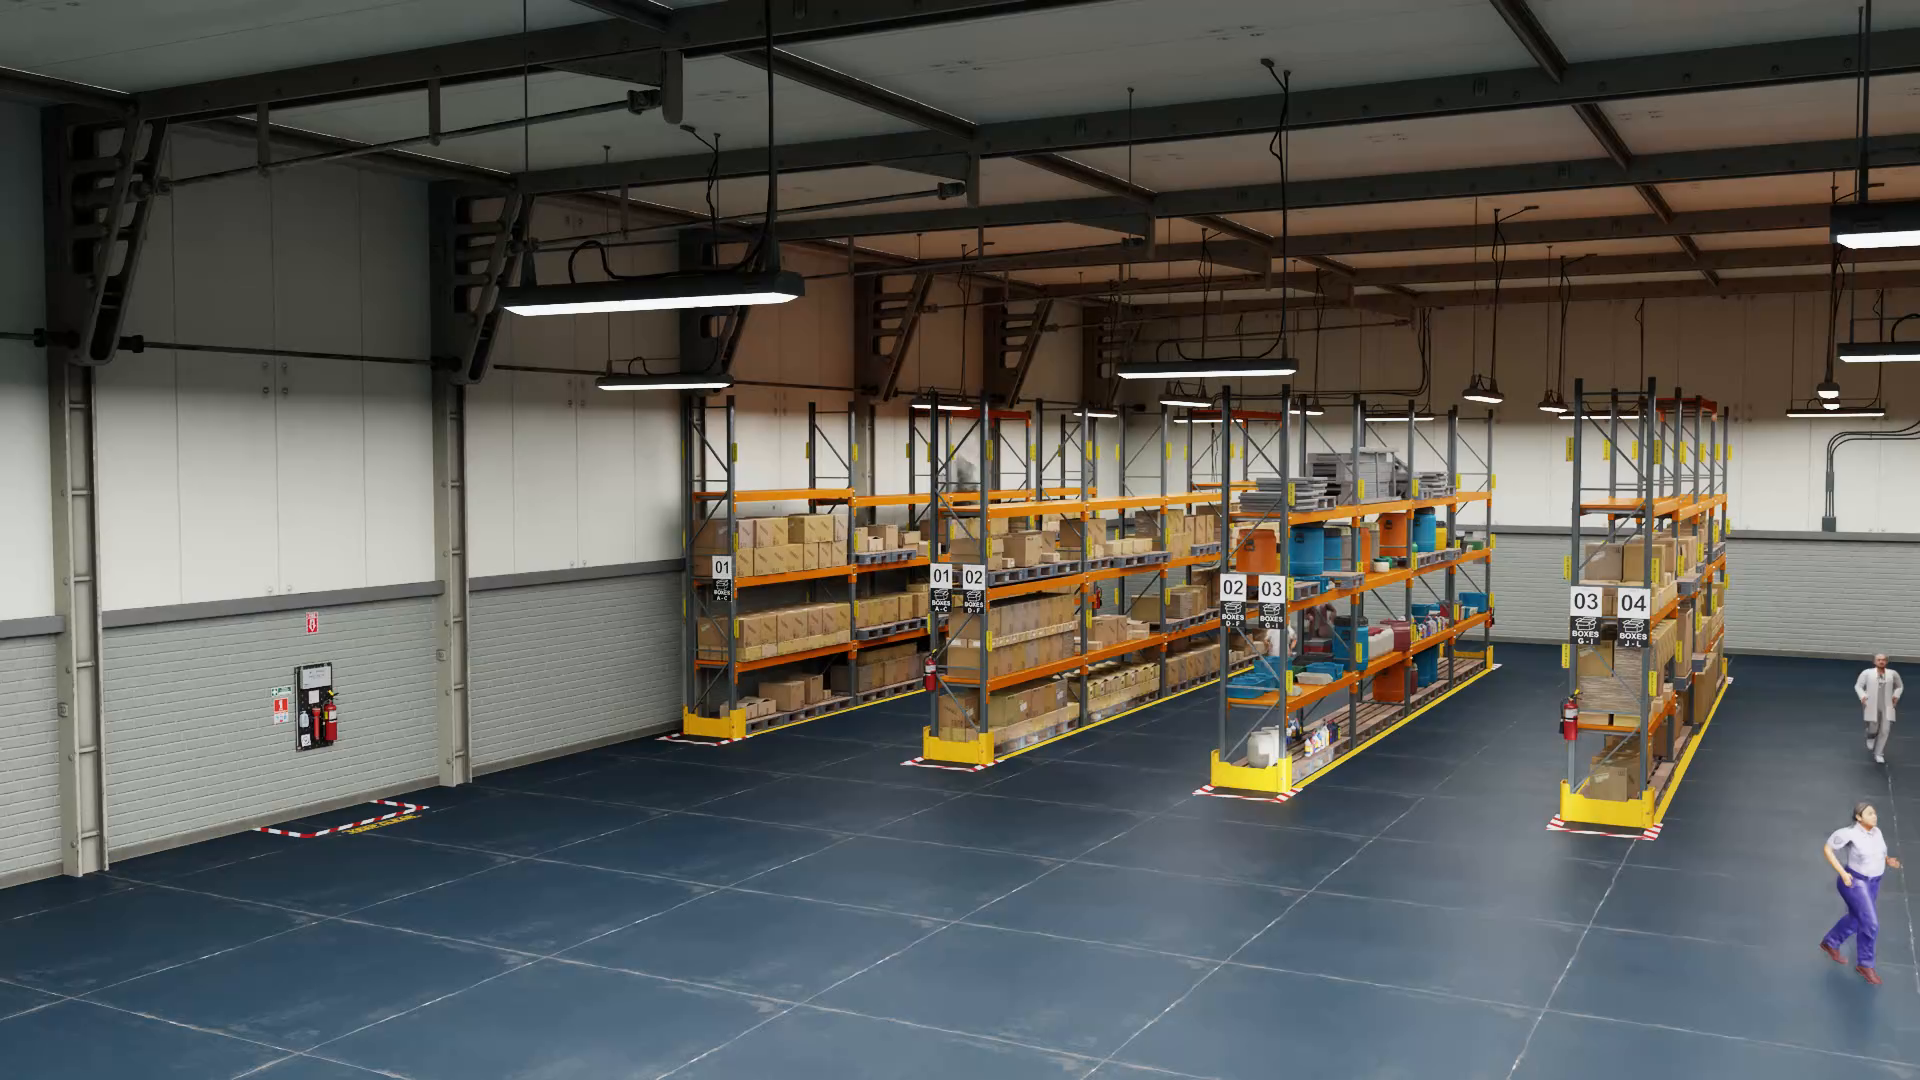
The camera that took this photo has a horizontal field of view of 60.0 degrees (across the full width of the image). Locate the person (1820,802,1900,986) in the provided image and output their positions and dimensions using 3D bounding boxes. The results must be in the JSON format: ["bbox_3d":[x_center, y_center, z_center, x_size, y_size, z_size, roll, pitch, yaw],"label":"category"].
[{"bbox_3d":[8.609,3.342,15.964,0.596,1.700,0.756,-2,3,-28],"label":"person"}]

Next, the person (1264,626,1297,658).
[{"bbox_3d":[6.523,2.341,33.920,0.653,1.736,0.606,1,3,17],"label":"person"}]

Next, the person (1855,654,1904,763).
[{"bbox_3d":[14.949,2.717,27.031,0.711,1.743,0.756,1,3,21],"label":"person"}]

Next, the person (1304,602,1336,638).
[{"bbox_3d":[8.338,2.099,38.747,0.720,1.792,0.728,1,3,25],"label":"person"}]
